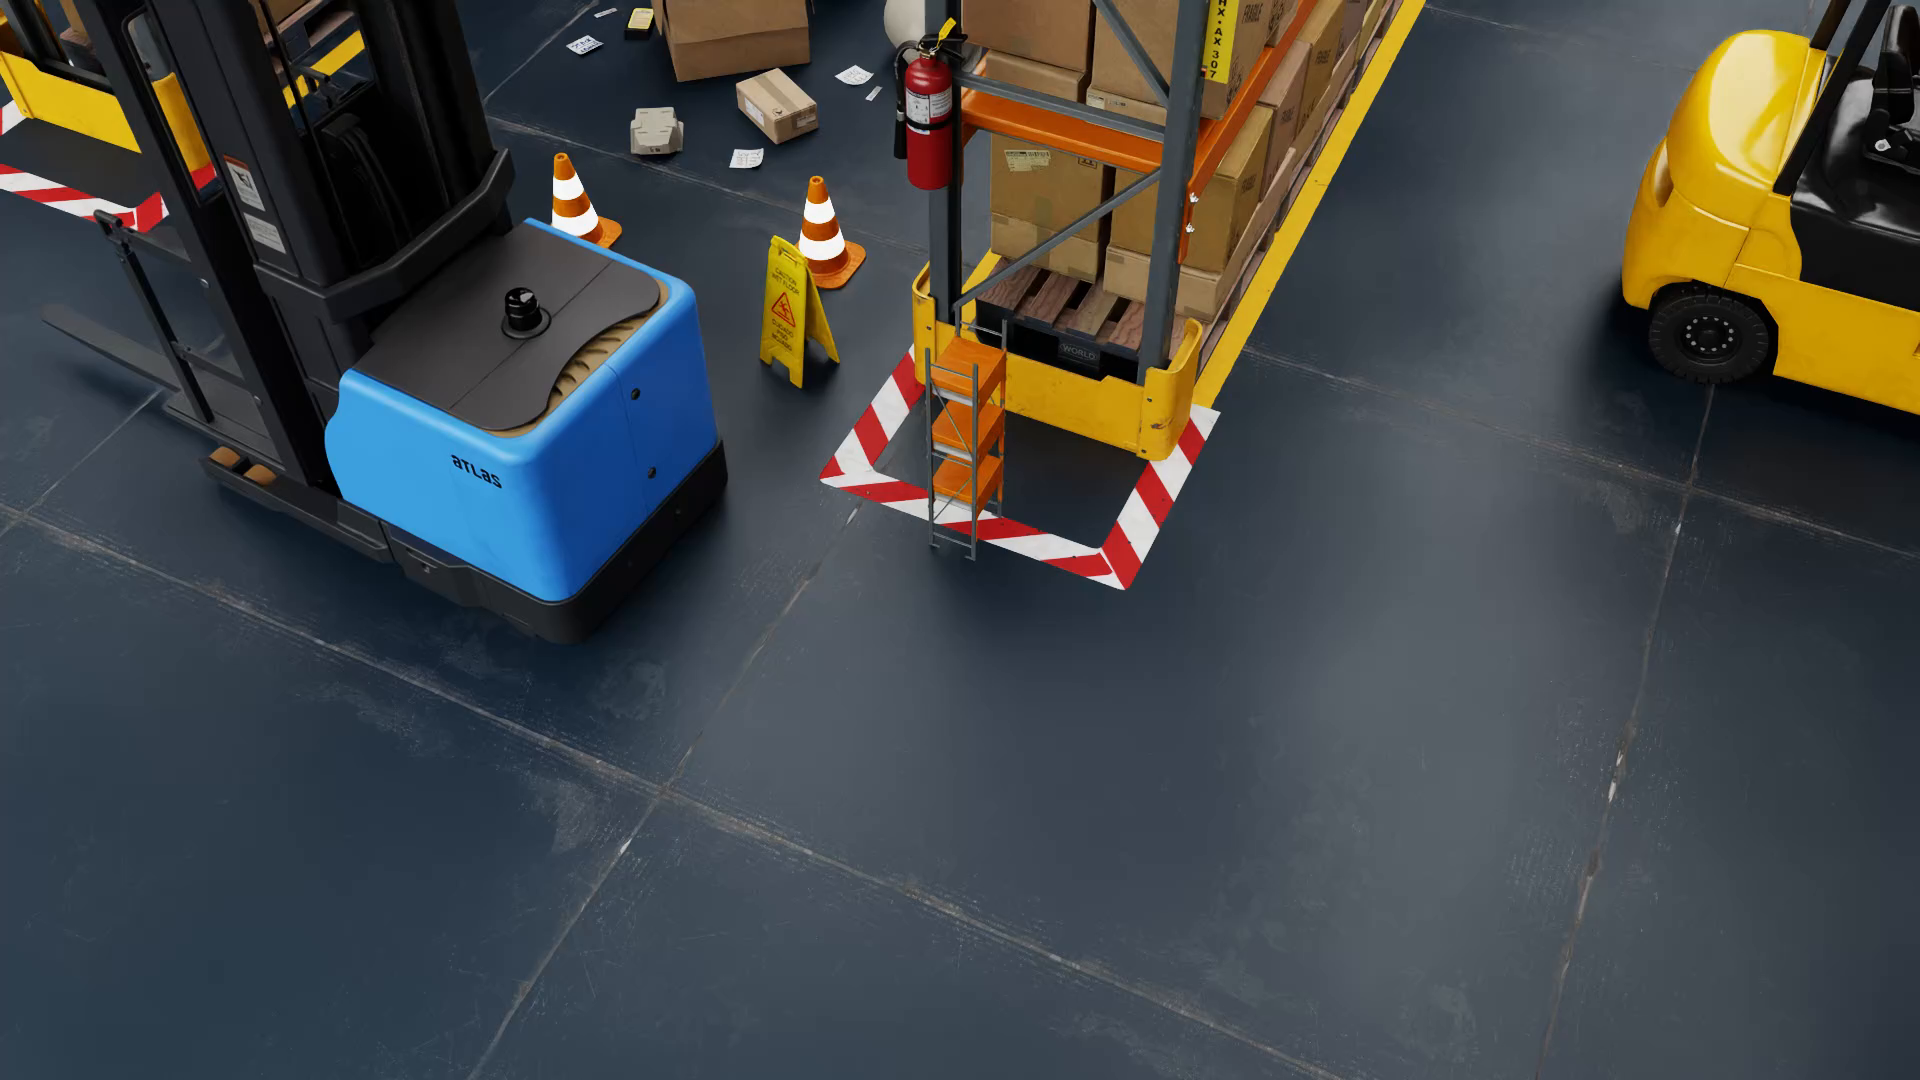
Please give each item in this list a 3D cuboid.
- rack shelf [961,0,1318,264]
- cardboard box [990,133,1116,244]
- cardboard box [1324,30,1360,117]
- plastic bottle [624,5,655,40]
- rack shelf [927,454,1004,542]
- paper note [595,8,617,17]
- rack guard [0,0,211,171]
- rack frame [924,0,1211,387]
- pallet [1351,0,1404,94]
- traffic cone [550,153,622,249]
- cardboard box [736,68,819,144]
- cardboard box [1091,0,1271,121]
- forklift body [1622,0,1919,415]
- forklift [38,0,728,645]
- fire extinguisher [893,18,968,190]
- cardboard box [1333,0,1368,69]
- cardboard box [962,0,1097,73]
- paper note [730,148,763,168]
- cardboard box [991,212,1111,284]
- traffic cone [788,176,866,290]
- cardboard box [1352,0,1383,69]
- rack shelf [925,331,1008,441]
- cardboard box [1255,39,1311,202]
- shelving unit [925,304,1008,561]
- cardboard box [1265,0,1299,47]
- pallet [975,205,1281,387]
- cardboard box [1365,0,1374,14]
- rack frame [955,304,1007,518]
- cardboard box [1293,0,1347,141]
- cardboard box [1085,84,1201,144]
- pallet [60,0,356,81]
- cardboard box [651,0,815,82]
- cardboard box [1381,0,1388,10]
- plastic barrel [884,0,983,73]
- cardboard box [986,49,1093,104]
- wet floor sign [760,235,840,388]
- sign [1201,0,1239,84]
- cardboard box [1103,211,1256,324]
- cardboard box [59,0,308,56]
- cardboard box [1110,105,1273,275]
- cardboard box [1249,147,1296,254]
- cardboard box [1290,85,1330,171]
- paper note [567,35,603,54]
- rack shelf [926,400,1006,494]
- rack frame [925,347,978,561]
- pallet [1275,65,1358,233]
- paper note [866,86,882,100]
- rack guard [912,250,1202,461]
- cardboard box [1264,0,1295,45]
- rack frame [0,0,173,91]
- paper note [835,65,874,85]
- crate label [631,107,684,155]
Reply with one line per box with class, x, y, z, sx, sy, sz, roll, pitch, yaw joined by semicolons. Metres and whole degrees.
rack shelf;1.208;-2.680;7.348;1.077;0.370;4.000;20;52;16
cardboard box;0.460;-1.660;7.046;0.500;0.500;0.500;20;53;16
cardboard box;1.613;-2.322;8.101;0.500;0.250;0.500;21;53;17
plastic bottle;-1.699;-2.782;8.892;0.133;0.061;0.283;4;50;3
rack shelf;0.023;-0.190;6.416;0.215;0.259;0.240;20;52;16
paper note;-1.914;-2.849;8.982;0.123;0.001;0.032;-28;55;-22
rack guard;-4.176;-2.250;8.151;1.175;0.500;0.348;20;52;16
rack frame;0.353;-1.536;5.902;1.000;3.000;0.127;20;52;16
pallet;1.807;-2.912;8.905;1.003;0.211;1.213;20;52;16
traffic cone;-1.778;-1.556;7.586;0.336;0.463;0.334;20;52;16
cardboard box;-0.914;-2.171;8.315;0.250;0.149;0.380;-28;55;-22
cardboard box;0.806;-1.900;5.952;0.500;0.500;0.500;19;52;16
forklift body;4.003;-1.548;6.470;2.313;2.155;1.214;20;52;16
forklift;-2.464;-1.413;5.843;3.031;2.935;1.130;24;54;19
fire extinguisher;-0.112;-1.582;5.992;0.296;0.674;0.183;20;52;16
cardboard box;1.619;-2.581;7.829;0.500;0.500;0.500;22;53;18
cardboard box;0.336;-2.128;6.145;0.500;0.500;0.500;19;52;15
paper note;-1.043;-1.872;8.138;0.148;0.019;0.142;4;50;3
cardboard box;0.466;-1.441;7.352;0.500;0.250;0.500;20;52;16
traffic cone;-0.629;-1.429;7.478;0.336;0.463;0.334;20;52;16
cardboard box;1.834;-2.671;8.398;0.500;0.250;0.500;19;52;15
rack shelf;0.023;-0.554;5.988;0.215;0.259;0.240;20;52;16
cardboard box;1.177;-1.867;7.222;0.500;0.500;0.500;18;52;15
shelving unit;0.023;-0.377;6.196;0.215;1.050;0.252;20;52;16
cardboard box;1.117;-2.115;6.561;0.380;0.149;0.250;21;53;17
pallet;0.765;-1.232;7.475;1.003;0.211;1.213;20;52;16
cardboard box;1.836;-2.933;8.128;0.500;0.500;0.500;21;53;17
rack frame;0.075;-0.461;6.268;0.200;1.050;0.008;20;52;16
cardboard box;1.399;-2.210;7.513;0.500;0.500;0.500;21;53;17
cardboard box;0.686;-1.621;6.140;0.380;0.149;0.250;20;52;16
pallet;-3.895;-2.749;8.766;1.003;0.211;1.213;20;52;16
cardboard box;-1.185;-2.760;8.583;0.797;0.503;0.637;-11;51;-9
cardboard box;2.053;-3.041;8.712;0.500;0.250;0.500;22;53;18
plastic barrel;-0.133;-2.616;8.513;0.421;0.421;0.512;-19;52;-16
cardboard box;0.320;-1.781;6.276;0.380;0.149;0.250;21;53;17
wet floor sign;-0.695;-0.990;6.984;0.232;0.644;0.267;-37;59;-27
sign;0.844;-1.640;5.422;0.100;0.325;0.005;20;52;16
cardboard box;0.948;-1.246;7.186;0.500;0.250;0.500;19;52;16
cardboard box;-3.936;-3.013;8.278;0.875;0.875;0.875;20;53;16
cardboard box;0.957;-1.506;6.914;0.500;0.500;0.500;18;52;15
cardboard box;1.173;-1.595;7.483;0.500;0.250;0.500;22;53;17
cardboard box;1.394;-1.975;7.806;0.500;0.250;0.500;23;53;18
paper note;-1.978;-2.613;8.769;0.142;0.017;0.144;-37;59;-27
rack shelf;0.023;-0.370;6.205;0.215;0.259;0.240;20;52;16
rack frame;-0.029;-0.293;6.125;0.200;1.050;0.008;20;52;16
pallet;1.287;-2.069;8.187;1.003;0.211;1.213;20;52;16
paper note;-0.439;-2.284;8.502;0.032;0.001;0.123;20;52;16
rack guard;0.386;-0.778;6.899;1.175;0.500;0.348;20;52;16
cardboard box;1.025;-2.258;6.256;0.500;0.500;0.500;21;53;17
rack frame;-4.165;-3.077;7.214;1.000;3.000;0.127;20;52;16
paper note;-0.544;-2.404;8.599;0.142;0.019;0.148;-37;59;-27
crate label;-1.498;-2.012;8.188;0.250;0.136;0.298;-4;50;-3
